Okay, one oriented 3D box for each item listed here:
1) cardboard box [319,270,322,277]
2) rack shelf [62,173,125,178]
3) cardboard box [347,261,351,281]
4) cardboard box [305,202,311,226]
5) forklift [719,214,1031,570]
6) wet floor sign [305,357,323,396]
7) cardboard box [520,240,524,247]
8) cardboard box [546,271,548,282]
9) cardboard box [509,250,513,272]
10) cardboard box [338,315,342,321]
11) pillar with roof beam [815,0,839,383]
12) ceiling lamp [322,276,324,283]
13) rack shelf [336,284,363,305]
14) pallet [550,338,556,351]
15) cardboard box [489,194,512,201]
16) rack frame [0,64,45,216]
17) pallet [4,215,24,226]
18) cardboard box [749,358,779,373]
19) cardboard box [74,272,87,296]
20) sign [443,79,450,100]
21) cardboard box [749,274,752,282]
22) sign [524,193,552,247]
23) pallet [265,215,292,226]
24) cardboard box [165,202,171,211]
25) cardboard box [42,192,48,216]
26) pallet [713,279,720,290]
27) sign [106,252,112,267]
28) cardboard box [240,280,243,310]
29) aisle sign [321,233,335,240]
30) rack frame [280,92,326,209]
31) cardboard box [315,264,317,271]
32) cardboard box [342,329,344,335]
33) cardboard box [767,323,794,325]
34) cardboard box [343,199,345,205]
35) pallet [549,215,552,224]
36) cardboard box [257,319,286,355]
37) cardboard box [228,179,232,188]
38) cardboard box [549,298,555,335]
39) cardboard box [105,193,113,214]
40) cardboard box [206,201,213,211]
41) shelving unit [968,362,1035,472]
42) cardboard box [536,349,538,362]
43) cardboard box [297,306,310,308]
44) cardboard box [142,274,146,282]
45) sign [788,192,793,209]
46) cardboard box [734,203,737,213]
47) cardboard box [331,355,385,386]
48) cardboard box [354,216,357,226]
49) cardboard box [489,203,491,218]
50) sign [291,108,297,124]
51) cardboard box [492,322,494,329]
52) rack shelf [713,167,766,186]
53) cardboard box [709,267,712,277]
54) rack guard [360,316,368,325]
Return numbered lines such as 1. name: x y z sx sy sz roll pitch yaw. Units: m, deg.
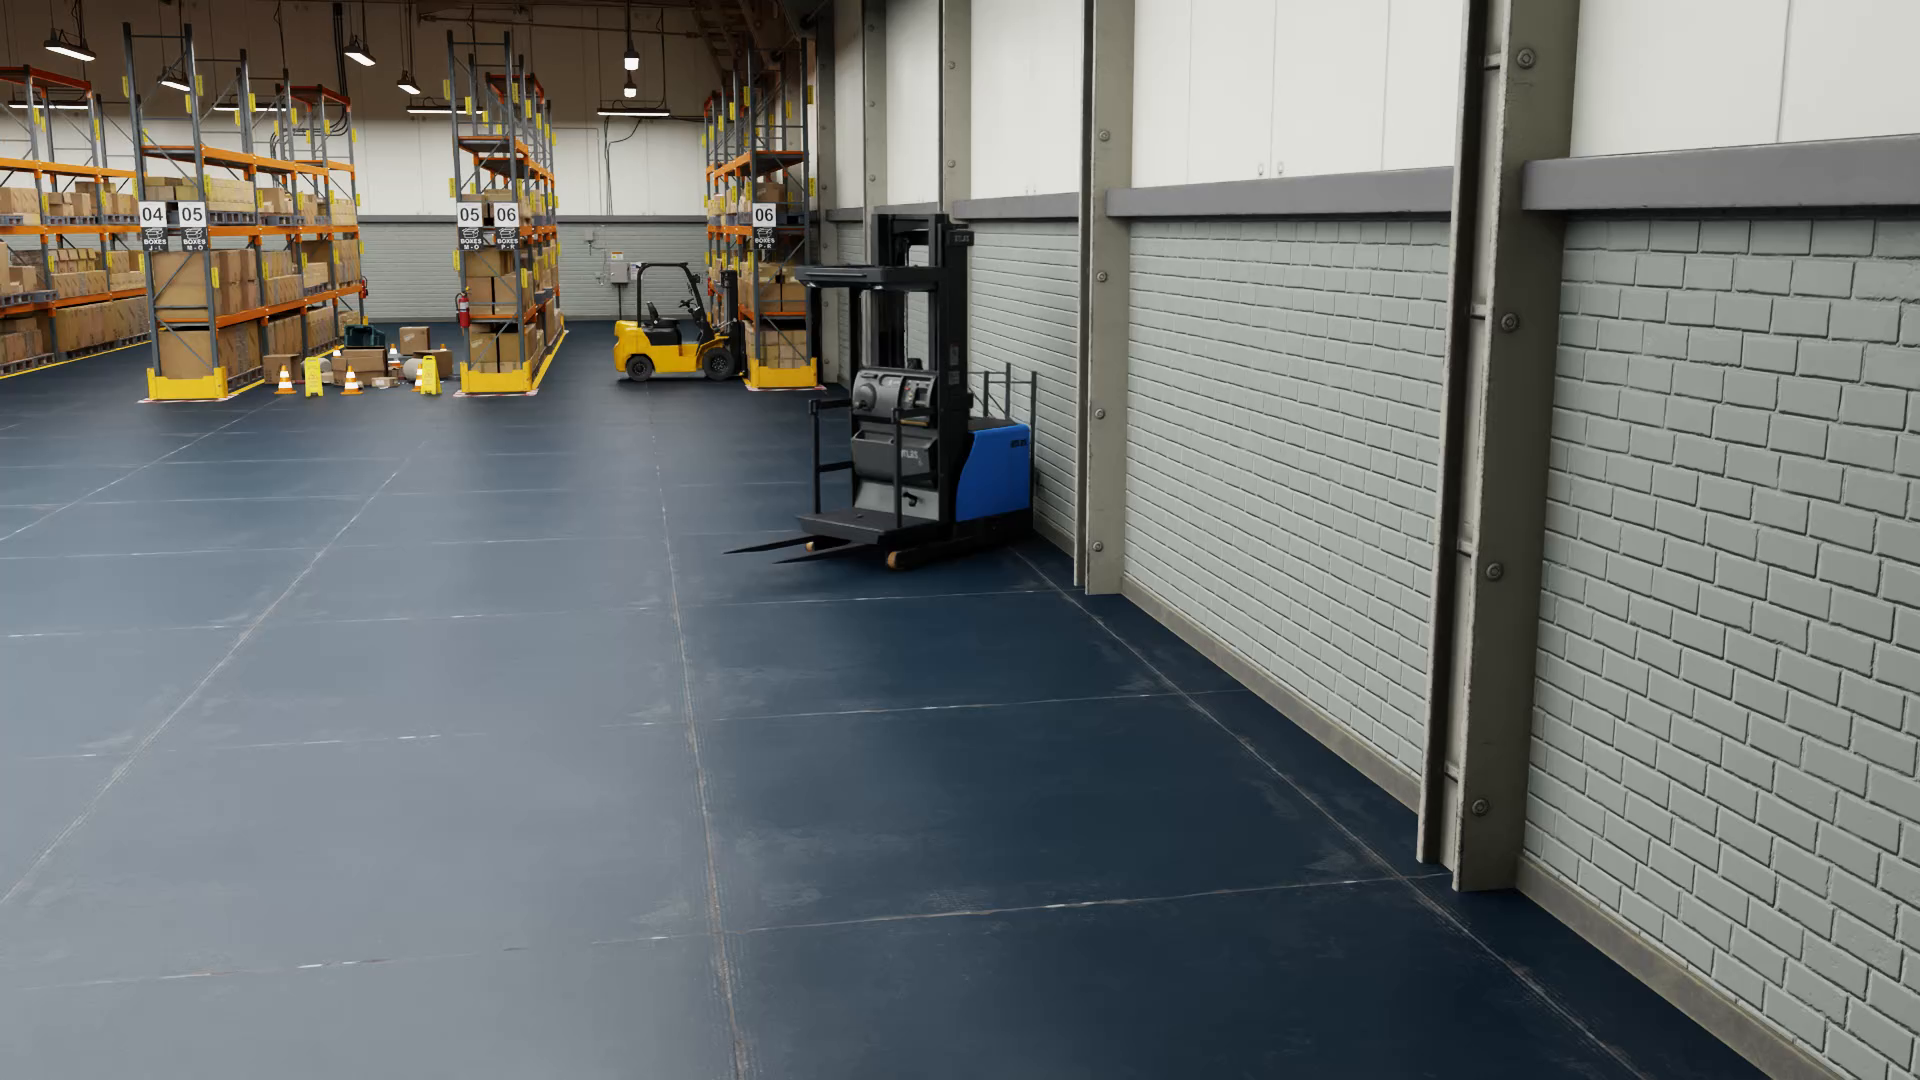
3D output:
1. cardboard box: -14.755 -6.069 37.865 0.380 0.149 0.250 -2 11 -13
2. rack shelf: -20.455 -8.748 39.613 0.919 0.124 3.809 -2 11 -11
3. cardboard box: -15.330 -6.626 40.977 0.500 0.500 0.500 -2 11 -8
4. cardboard box: -14.358 -7.044 35.948 0.500 0.500 0.500 -2 11 -11
5. forklift: -0.710 -1.292 14.199 1.130 2.935 3.031 10 14 41
6. wet floor sign: -10.900 -2.759 28.018 0.267 0.644 0.232 -4 12 -21
7. cardboard box: -10.718 -7.152 40.126 0.380 0.149 0.250 -2 11 -12
8. cardboard box: -9.608 -5.975 37.683 0.500 0.250 0.500 -2 11 -11
9. cardboard box: -8.917 -5.378 31.749 0.700 0.500 0.500 -2 11 -12
10. cardboard box: -15.211 -5.362 40.312 0.380 0.149 0.250 -2 11 -12
11. pillar with roof beam: -6.618 -7.179 28.902 9.100 9.000 0.400 -2 11 -11
12. ceiling lamp: -21.301 -6.131 27.734 17.082 4.358 17.760 -2 11 -11
13. rack shelf: -15.571 -6.063 41.005 1.077 0.370 4.000 -2 11 -11
14. pallet: -9.881 -4.515 38.407 1.003 0.211 1.213 -2 11 -11
15. cardboard box: -7.881 -5.861 28.540 0.380 0.149 0.250 -2 11 -11
16. rack frame: -19.289 -8.101 33.745 1.000 3.000 0.127 -2 11 -11
17. pallet: -18.731 -6.109 31.802 1.213 0.211 1.003 -2 11 -11
18. cardboard box: -3.545 -3.158 30.053 0.500 0.250 0.500 -2 11 -11
19. cardboard box: -19.417 -5.582 36.288 0.500 0.500 0.500 -2 11 -11
20. sign: -8.560 -7.514 27.741 0.100 0.325 0.005 -2 11 -11
21. cardboard box: -3.690 -4.838 30.645 0.380 0.149 0.250 -2 11 -13
22. sign: -10.322 -7.730 40.144 0.995 1.279 0.694 -2 11 -11
23. pallet: -14.006 -6.375 33.206 1.003 0.211 1.213 -2 11 -8
24. cardboard box: -13.245 -5.503 27.397 0.380 0.149 0.250 -2 11 -11
25. cardboard box: -19.478 -6.994 34.550 0.797 0.503 0.637 -1 11 -8
26. pallet: -5.429 -6.184 40.233 1.003 0.211 1.213 -2 11 -11
27. sign: -19.536 -6.439 38.172 0.100 0.325 0.005 -2 11 -11
28. cardboard box: -13.423 -4.385 29.866 0.875 0.550 0.550 -2 11 -11
29. aisle sign: -16.268 -8.063 42.635 0.394 0.787 0.004 -2 11 -11
30. rack frame: -15.185 -8.996 38.449 0.949 2.616 0.053 -2 11 -11
31. cardboard box: -14.659 -6.119 37.334 0.380 0.149 0.250 -3 11 -14
32. cardboard box: -14.989 -4.982 39.906 0.380 0.149 0.250 -2 11 -9
33. cardboard box: -3.438 -4.040 32.008 0.500 0.250 0.500 -2 11 -11
34. cardboard box: -15.389 -8.338 41.010 0.380 0.149 0.250 -2 11 -10
35. pallet: -10.495 -7.828 40.572 1.003 0.211 1.213 -2 11 -11
36. cardboard box: -14.019 -3.971 32.984 1.050 0.750 0.750 -2 11 -11
37. cardboard box: -12.897 -6.199 28.921 0.380 0.149 0.250 -2 11 -10
38. cardboard box: -10.147 -5.300 39.631 0.875 0.875 0.875 -2 11 -9
39. cardboard box: -20.378 -7.906 39.084 0.700 0.500 0.500 -2 11 -8
40. cardboard box: -12.600 -5.529 27.533 0.380 0.149 0.250 -2 11 -11
41. shelving unit: 0.347 -0.926 16.082 0.538 1.500 1.039 -1 11 -12
42. cardboard box: -8.411 -3.538 32.044 0.500 0.250 0.500 -2 11 -8
43. cardboard box: -15.297 -5.251 38.372 0.500 0.250 0.500 -3 11 -14
44. cardboard box: -20.392 -6.521 41.096 0.500 0.250 0.500 -2 11 -12
45. sign: -3.378 -6.749 33.068 0.100 0.325 0.005 -2 11 -11
46. cardboard box: -4.301 -6.771 33.627 0.500 0.311 0.500 -2 11 -13
47. cardboard box: -10.837 -3.051 29.933 0.637 0.503 0.797 9 14 38
48. cardboard box: -15.612 -8.109 42.211 0.500 0.250 0.500 -2 11 -12
49. cardboard box: -8.459 -5.770 29.125 0.500 0.250 0.500 -2 11 -12
50. sign: -13.860 -8.820 34.603 0.100 0.325 0.005 -2 11 -11
51. cardboard box: -8.656 -3.887 30.138 0.380 0.149 0.250 -2 11 -9
52. rack shelf: -5.089 -8.459 38.622 1.077 0.370 4.000 -2 11 -11
53. cardboard box: -6.432 -7.142 44.358 0.500 0.250 0.500 -2 11 -11
54. rack guard: -15.945 -5.541 43.025 1.175 0.500 0.348 -2 11 -11
